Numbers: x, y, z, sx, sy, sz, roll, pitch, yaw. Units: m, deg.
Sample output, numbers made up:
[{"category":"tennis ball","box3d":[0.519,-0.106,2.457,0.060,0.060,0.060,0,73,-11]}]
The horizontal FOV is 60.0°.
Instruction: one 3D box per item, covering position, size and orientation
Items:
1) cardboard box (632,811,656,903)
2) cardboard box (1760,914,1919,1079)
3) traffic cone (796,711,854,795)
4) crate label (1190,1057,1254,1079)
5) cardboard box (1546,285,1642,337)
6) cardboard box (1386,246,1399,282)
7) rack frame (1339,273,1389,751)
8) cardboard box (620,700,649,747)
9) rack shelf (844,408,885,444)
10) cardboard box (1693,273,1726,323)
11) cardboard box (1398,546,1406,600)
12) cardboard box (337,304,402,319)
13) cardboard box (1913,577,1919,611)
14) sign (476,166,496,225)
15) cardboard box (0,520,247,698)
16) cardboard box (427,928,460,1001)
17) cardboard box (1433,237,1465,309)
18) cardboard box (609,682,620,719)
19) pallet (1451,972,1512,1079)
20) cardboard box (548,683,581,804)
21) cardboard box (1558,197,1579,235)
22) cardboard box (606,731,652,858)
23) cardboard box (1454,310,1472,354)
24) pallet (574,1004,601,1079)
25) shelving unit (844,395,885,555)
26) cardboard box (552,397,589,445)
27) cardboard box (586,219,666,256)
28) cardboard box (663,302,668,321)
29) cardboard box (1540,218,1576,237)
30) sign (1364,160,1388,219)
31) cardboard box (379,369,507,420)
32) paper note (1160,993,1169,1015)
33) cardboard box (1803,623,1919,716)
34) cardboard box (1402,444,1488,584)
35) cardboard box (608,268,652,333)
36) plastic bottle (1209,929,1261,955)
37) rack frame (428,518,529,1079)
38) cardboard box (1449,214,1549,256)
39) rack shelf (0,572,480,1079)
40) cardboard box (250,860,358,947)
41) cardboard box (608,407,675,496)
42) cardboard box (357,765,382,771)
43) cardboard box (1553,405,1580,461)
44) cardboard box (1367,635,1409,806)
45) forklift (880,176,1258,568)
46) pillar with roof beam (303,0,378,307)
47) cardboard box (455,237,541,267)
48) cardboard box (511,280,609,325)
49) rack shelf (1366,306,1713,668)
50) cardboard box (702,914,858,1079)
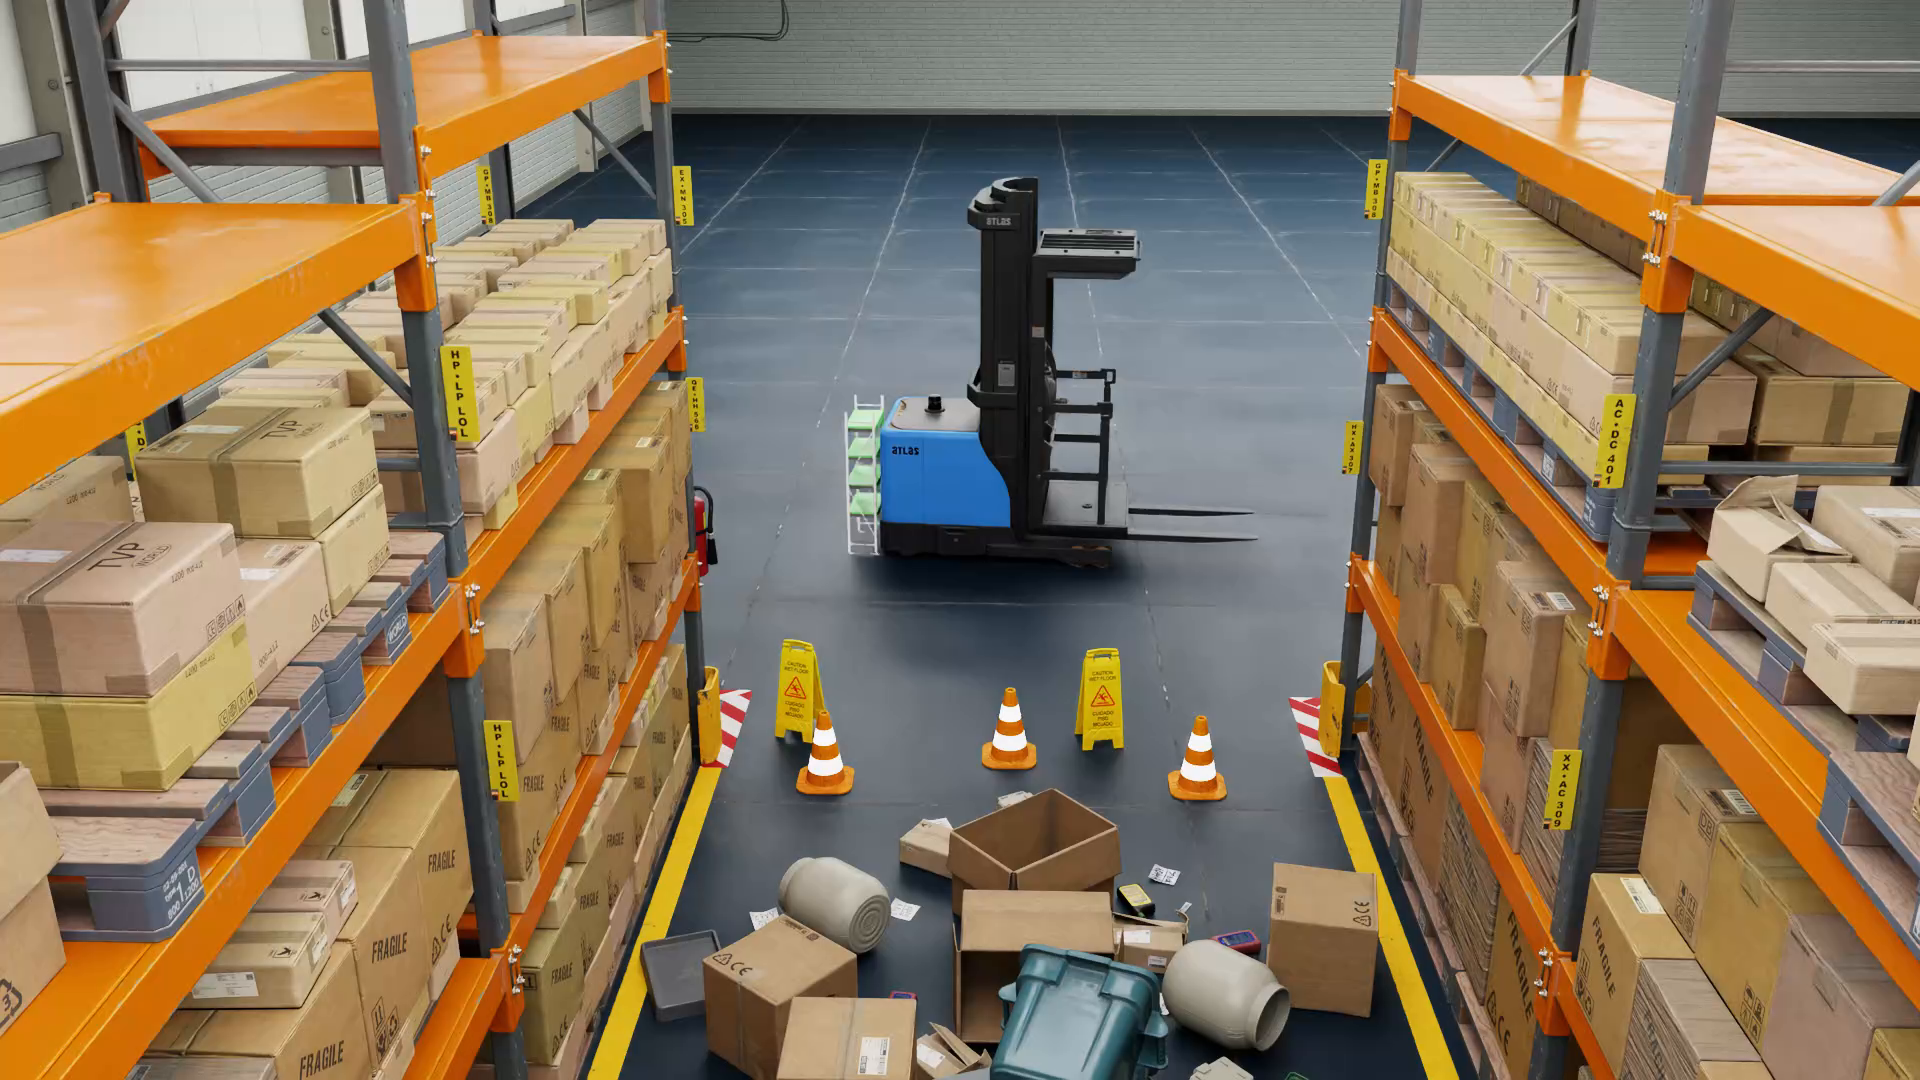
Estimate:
[{"category":"cardboard box","box3d":[-1.880,1.647,8.652,0.500,0.250,0.500,0,21,0]},{"category":"cardboard box","box3d":[2.700,1.389,4.576,0.700,0.500,0.500,1,21,2]},{"category":"traffic cone","box3d":[-0.814,1.241,9.984,0.336,0.463,0.334,1,21,2]},{"category":"crate label","box3d":[1.158,2.428,7.375,0.298,0.136,0.250,-16,26,-35]},{"category":"cardboard box","box3d":[2.447,-0.860,6.272,0.380,0.149,0.250,1,21,2]},{"category":"cardboard box","box3d":[2.530,-1.496,9.014,0.380,0.149,0.250,1,21,2]},{"category":"rack frame","box3d":[2.861,-0.093,9.916,1.000,3.000,0.127,1,21,2]},{"category":"cardboard box","box3d":[-1.818,0.935,8.553,0.380,0.149,0.250,2,21,4]},{"category":"rack shelf","box3d":[-0.766,-0.921,13.386,0.258,0.148,0.480,2,21,5]},{"category":"cardboard box","box3d":[3.112,-0.946,6.493,0.380,0.149,0.250,0,21,1]},{"category":"cardboard box","box3d":[2.900,0.171,9.028,0.875,0.550,0.550,1,21,2]},{"category":"cardboard box","box3d":[-2.448,-0.905,7.106,0.380,0.149,0.250,1,21,2]},{"category":"cardboard box","box3d":[2.921,0.231,4.422,0.500,0.250,0.500,0,21,1]},{"category":"sign","box3d":[-2.633,-1.923,9.277,0.100,0.325,0.005,1,21,2]},{"category":"cardboard box","box3d":[-2.111,0.158,4.058,0.500,0.250,0.500,1,21,3]},{"category":"cardboard box","box3d":[-1.952,1.446,5.717,0.380,0.149,0.250,1,21,2]},{"category":"cardboard box","box3d":[2.561,-1.265,7.867,0.500,0.250,0.500,0,21,1]},{"category":"cardboard box","box3d":[-1.854,0.788,7.992,0.380,0.149,0.250,1,21,1]},{"category":"pallet","box3d":[2.840,2.379,7.399,1.003,0.211,1.213,1,21,2]},{"category":"cardboard box","box3d":[-1.928,0.812,7.033,0.500,0.500,0.500,1,21,1]},{"category":"cardboard box","box3d":[3.166,-1.587,8.144,0.380,0.149,0.250,1,21,3]},{"category":"cardboard box","box3d":[-1.889,1.289,8.537,0.500,0.500,0.500,0,21,0]},{"category":"cardboard box","box3d":[2.484,-0.948,7.601,0.380,0.149,0.250,1,21,2]},{"category":"pallet","box3d":[-2.227,2.392,7.366,1.003,0.211,1.213,1,21,2]},{"category":"shelving unit","box3d":[-0.766,-0.533,13.537,0.258,1.200,0.503,2,21,5]},{"category":"cardboard box","box3d":[-1.830,-0.521,7.220,0.380,0.149,0.250,0,21,1]},{"category":"cardboard box","box3d":[-1.805,-1.639,8.997,0.380,0.149,0.250,1,21,2]},{"category":"cardboard box","box3d":[-1.821,-1.260,9.124,0.380,0.149,0.250,1,21,2]},{"category":"cardboard box","box3d":[3.109,-1.442,8.322,0.500,0.250,0.500,1,21,2]},{"category":"sign","box3d":[2.306,-1.944,9.222,0.100,0.325,0.005,1,21,2]},{"category":"cardboard box","box3d":[-1.897,-0.523,6.121,0.380,0.149,0.250,1,21,3]},{"category":"paper note","box3d":[0.951,2.230,8.044,0.172,0.023,0.155,8,23,20]},{"category":"cardboard box","box3d":[2.436,0.333,4.299,0.380,0.149,0.250,1,21,2]},{"category":"cardboard box","box3d":[2.733,-0.132,8.316,0.875,0.550,0.550,1,21,2]},{"category":"cardboard box","box3d":[-1.866,-1.209,8.440,0.500,0.250,0.500,0,21,1]},{"category":"plastic bottle","box3d":[1.371,2.056,8.438,0.283,0.061,0.133,-7,22,-17]},{"category":"rack frame","box3d":[-2.212,1.335,6.235,1.000,3.000,0.127,1,21,2]},{"category":"cardboard box","box3d":[2.493,-1.412,7.694,0.380,0.149,0.250,0,21,1]},{"category":"rack shelf","box3d":[-2.273,0.995,3.958,1.077,0.370,4.000,1,21,2]},{"category":"cardboard box","box3d":[-2.008,1.070,4.890,0.380,0.149,0.250,0,21,0]},{"category":"cardboard box","box3d":[-1.910,-0.393,8.756,0.700,0.500,0.500,1,21,2]},{"category":"cardboard box","box3d":[-2.447,0.986,6.584,0.500,0.500,0.500,0,21,0]},{"category":"cardboard box","box3d":[2.438,-0.397,6.180,0.380,0.149,0.250,1,21,3]},{"category":"cardboard box","box3d":[2.906,0.947,9.590,0.875,0.875,0.875,1,21,2]},{"category":"forklift","box3d":[0.904,-1.346,13.239,3.031,2.935,1.130,2,21,6]},{"category":"pillar with roof beam","box3d":[-3.306,-7.011,19.451,9.100,9.000,0.400,1,21,2]},{"category":"cardboard box","box3d":[-2.366,-1.457,8.529,0.380,0.149,0.250,1,21,2]},{"category":"cardboard box","box3d":[-1.818,-1.084,7.567,0.380,0.149,0.250,1,21,3]},{"category":"rack shelf","box3d":[2.800,-0.433,7.640,1.077,0.370,4.000,1,21,2]},{"category":"cardboard box","box3d":[-0.819,2.127,7.646,0.500,0.500,0.500,18,27,38]}]
